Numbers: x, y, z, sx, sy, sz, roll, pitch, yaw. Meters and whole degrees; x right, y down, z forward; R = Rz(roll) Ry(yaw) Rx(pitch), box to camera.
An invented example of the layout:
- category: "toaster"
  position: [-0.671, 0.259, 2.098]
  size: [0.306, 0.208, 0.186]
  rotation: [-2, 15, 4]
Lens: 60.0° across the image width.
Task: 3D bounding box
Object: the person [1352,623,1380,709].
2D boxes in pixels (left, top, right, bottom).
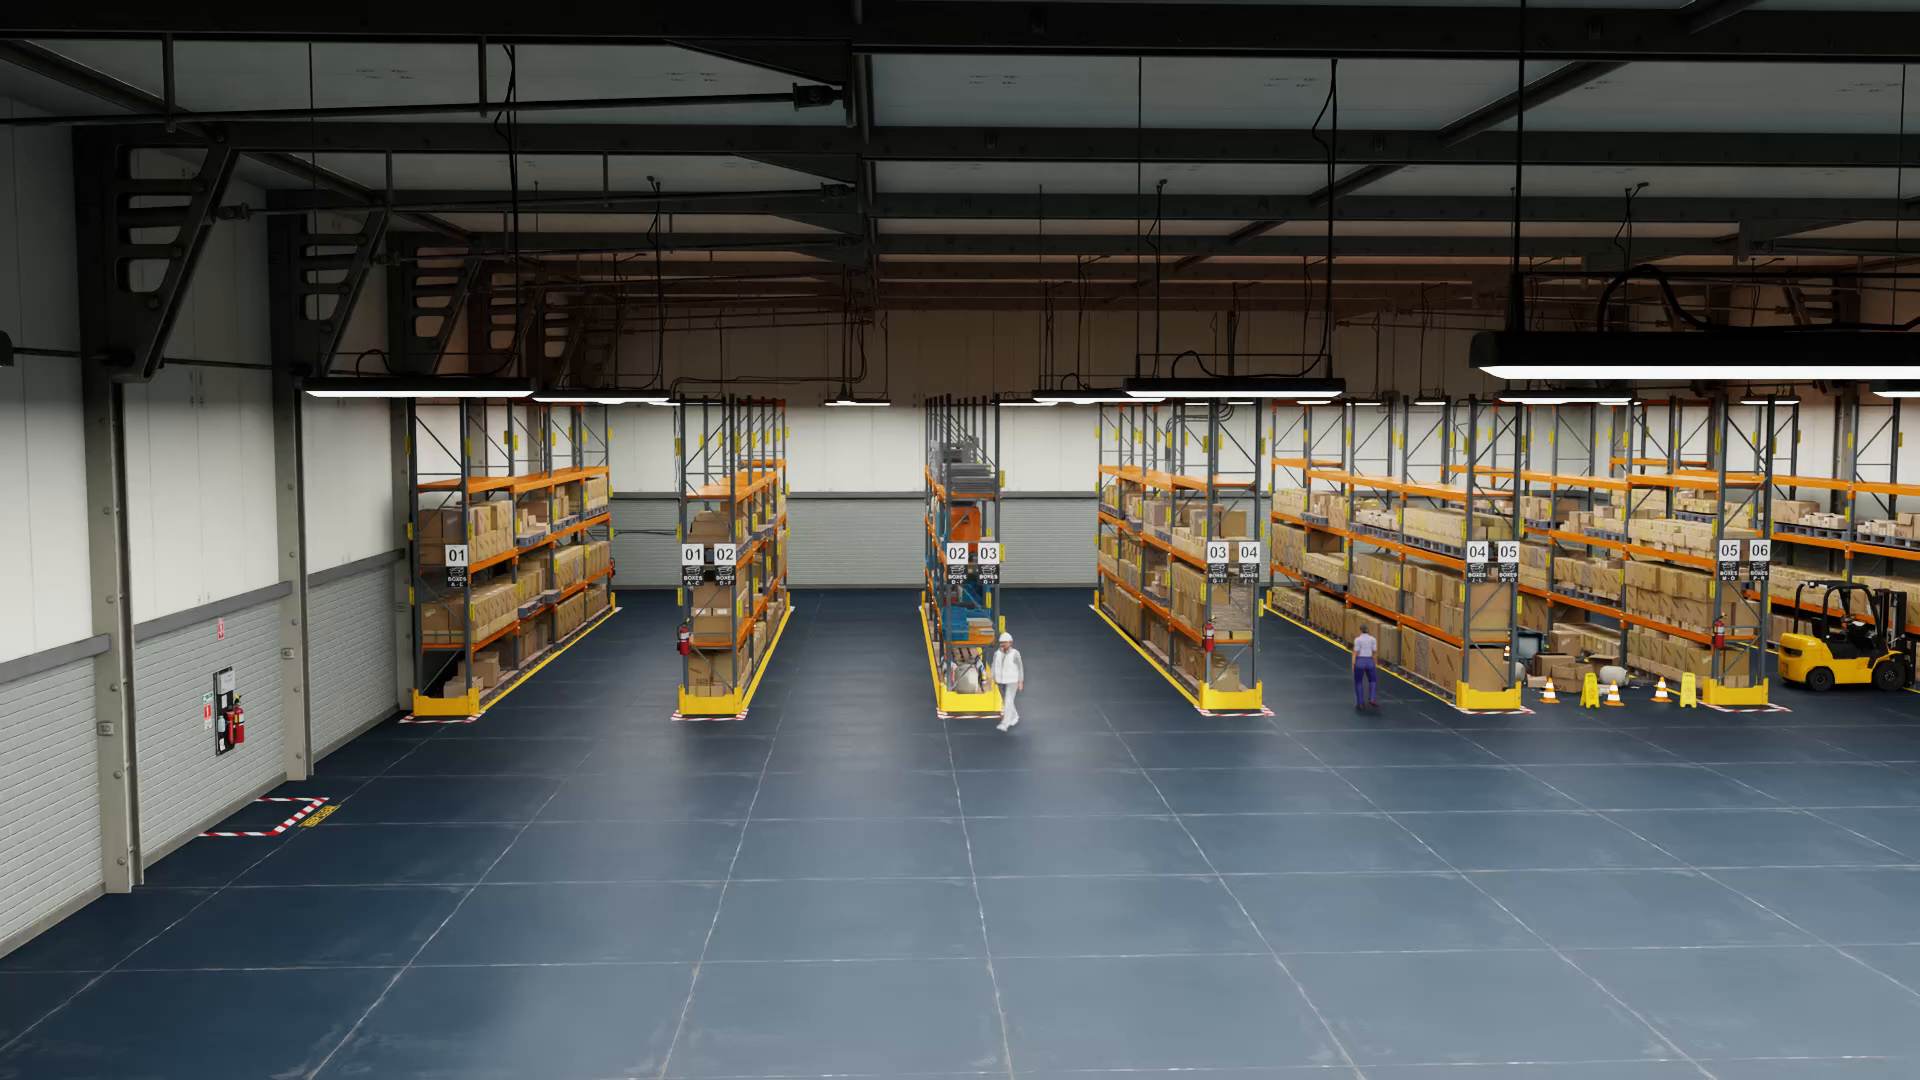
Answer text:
- category: "person"
  position: [7.724, 2.407, 31.671]
  size: [0.531, 1.644, 0.522]
  rotation: [0, 5, -1]

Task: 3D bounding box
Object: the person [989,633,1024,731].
- category: "person"
  position: [0.796, 2.506, 29.584]
  size: [0.556, 1.710, 1.071]
  rotation: [3, 6, 37]

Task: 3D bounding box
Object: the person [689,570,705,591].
- category: "person"
  position: [-6.978, 1.331, 44.898]
  size: [0.758, 1.765, 0.725]
  rotation: [0, 5, 1]
